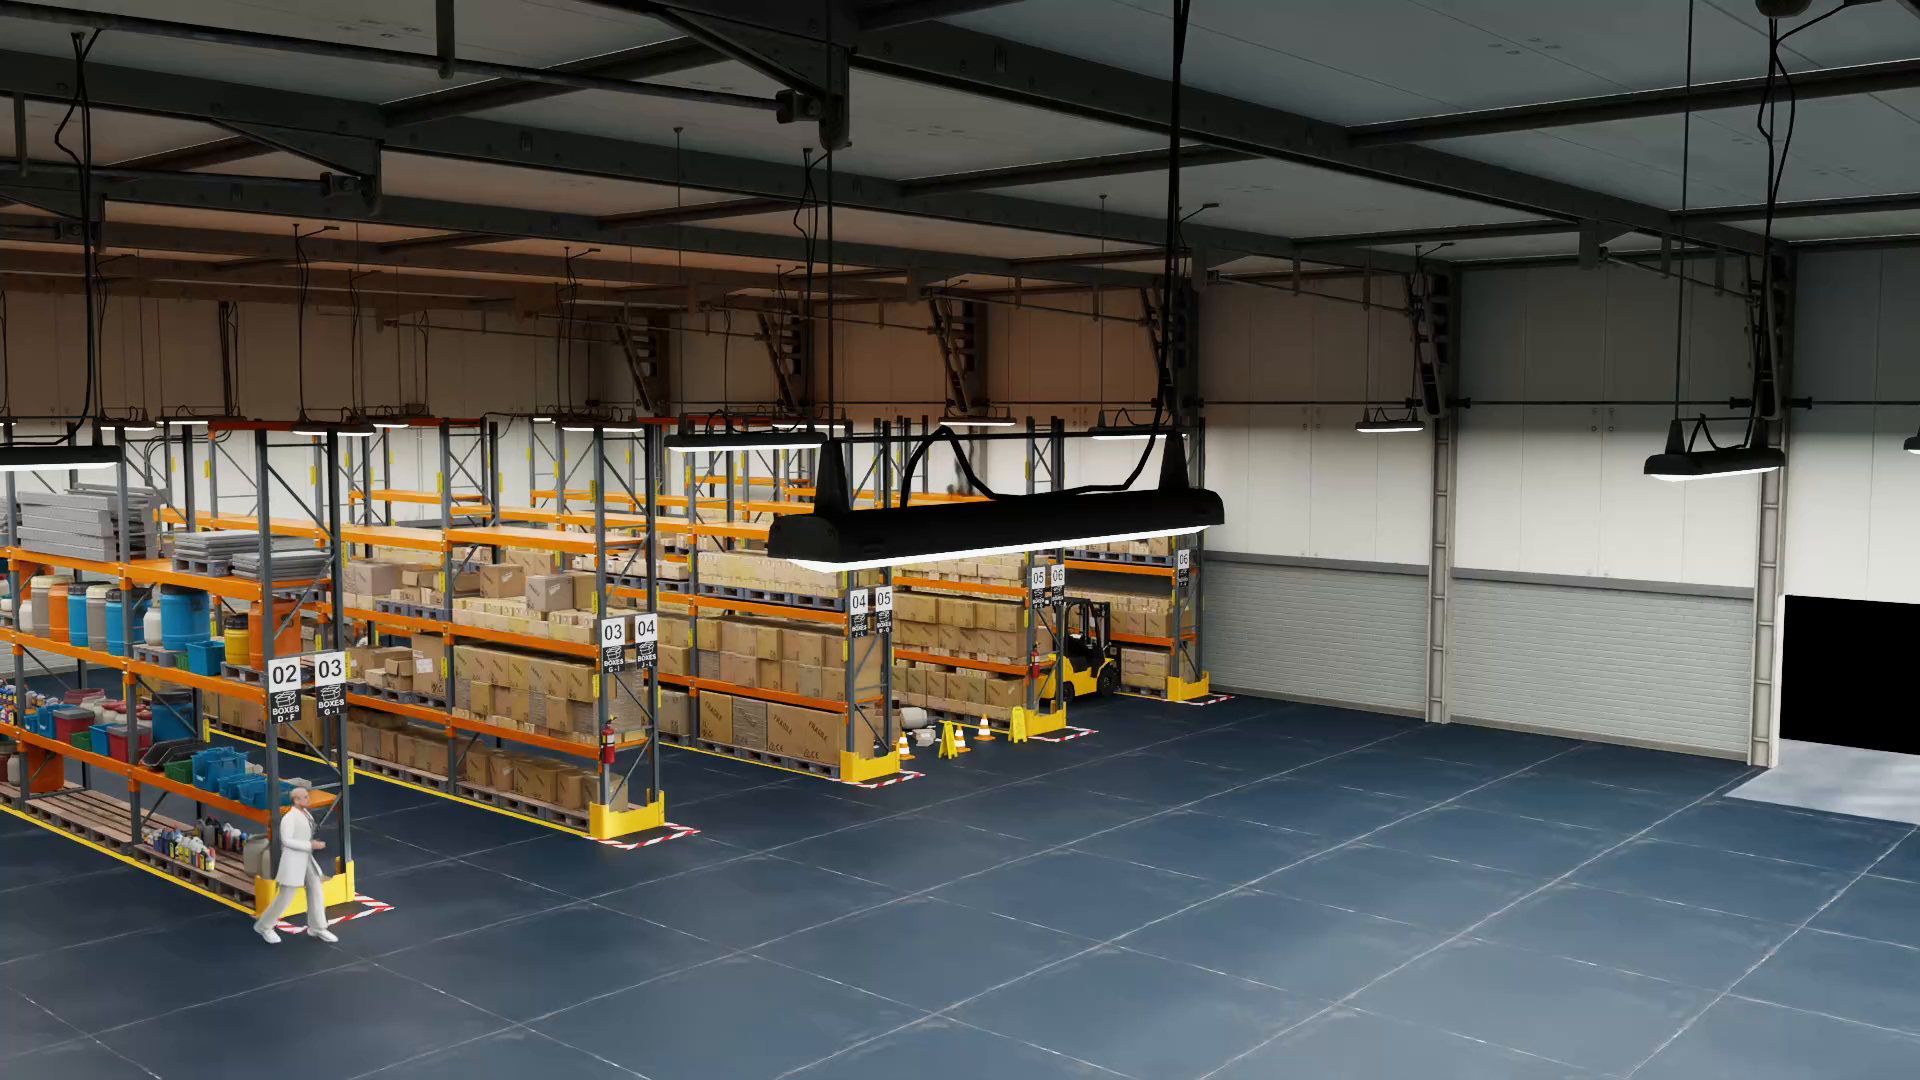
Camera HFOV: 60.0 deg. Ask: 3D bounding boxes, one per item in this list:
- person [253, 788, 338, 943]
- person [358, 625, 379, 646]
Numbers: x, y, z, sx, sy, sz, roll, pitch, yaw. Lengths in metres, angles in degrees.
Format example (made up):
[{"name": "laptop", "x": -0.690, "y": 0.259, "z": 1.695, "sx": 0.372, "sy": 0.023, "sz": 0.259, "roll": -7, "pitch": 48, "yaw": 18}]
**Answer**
[{"name": "person", "x": -7.782, "y": 3.815, "z": 19.521, "sx": 0.921, "sy": 1.827, "sz": 0.746, "roll": 0, "pitch": 5, "yaw": 2}, {"name": "person", "x": -12.461, "y": 2.598, "z": 35.138, "sx": 0.758, "sy": 1.628, "sz": 0.573, "roll": 3, "pitch": 6, "yaw": 36}]
